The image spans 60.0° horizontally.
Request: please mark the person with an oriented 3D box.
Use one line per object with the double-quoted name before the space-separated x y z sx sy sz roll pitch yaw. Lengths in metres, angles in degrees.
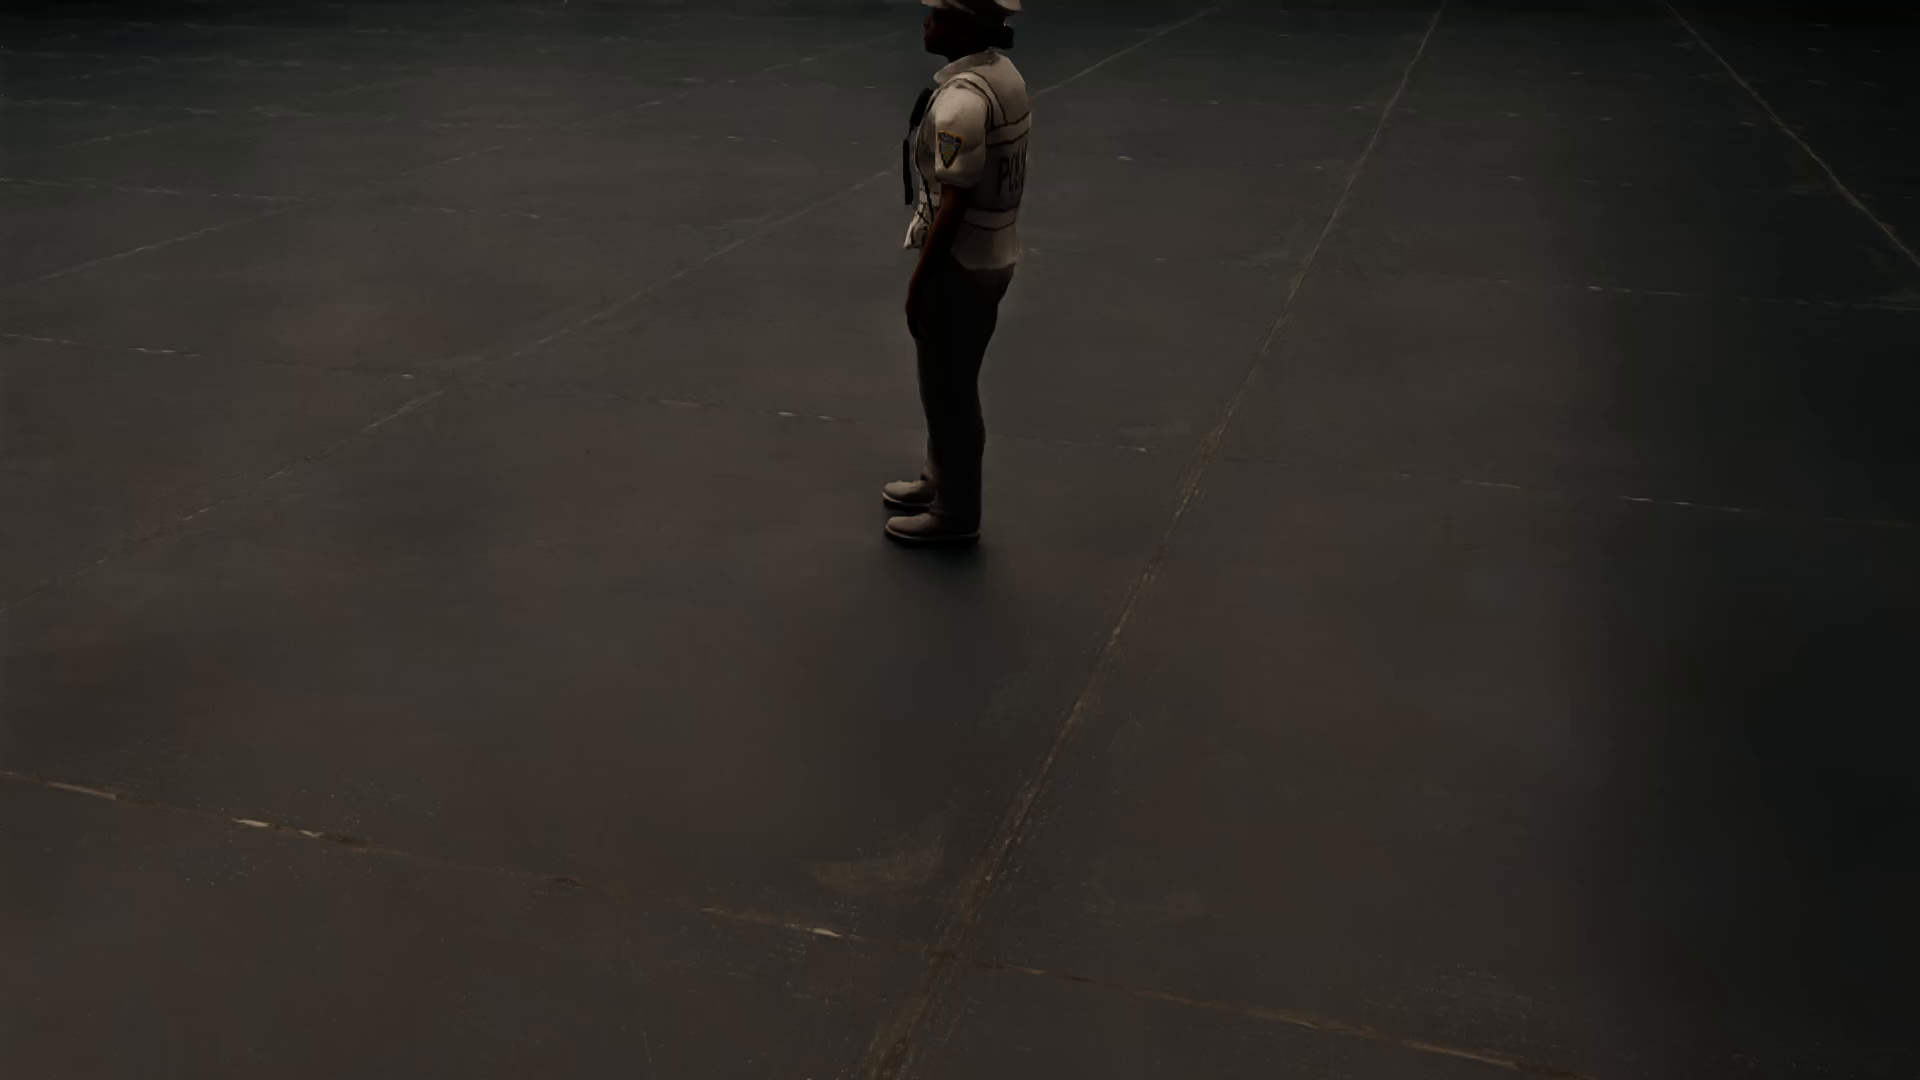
"person" -0.066 -0.806 4.832 0.529 1.695 0.570 7 23 16
